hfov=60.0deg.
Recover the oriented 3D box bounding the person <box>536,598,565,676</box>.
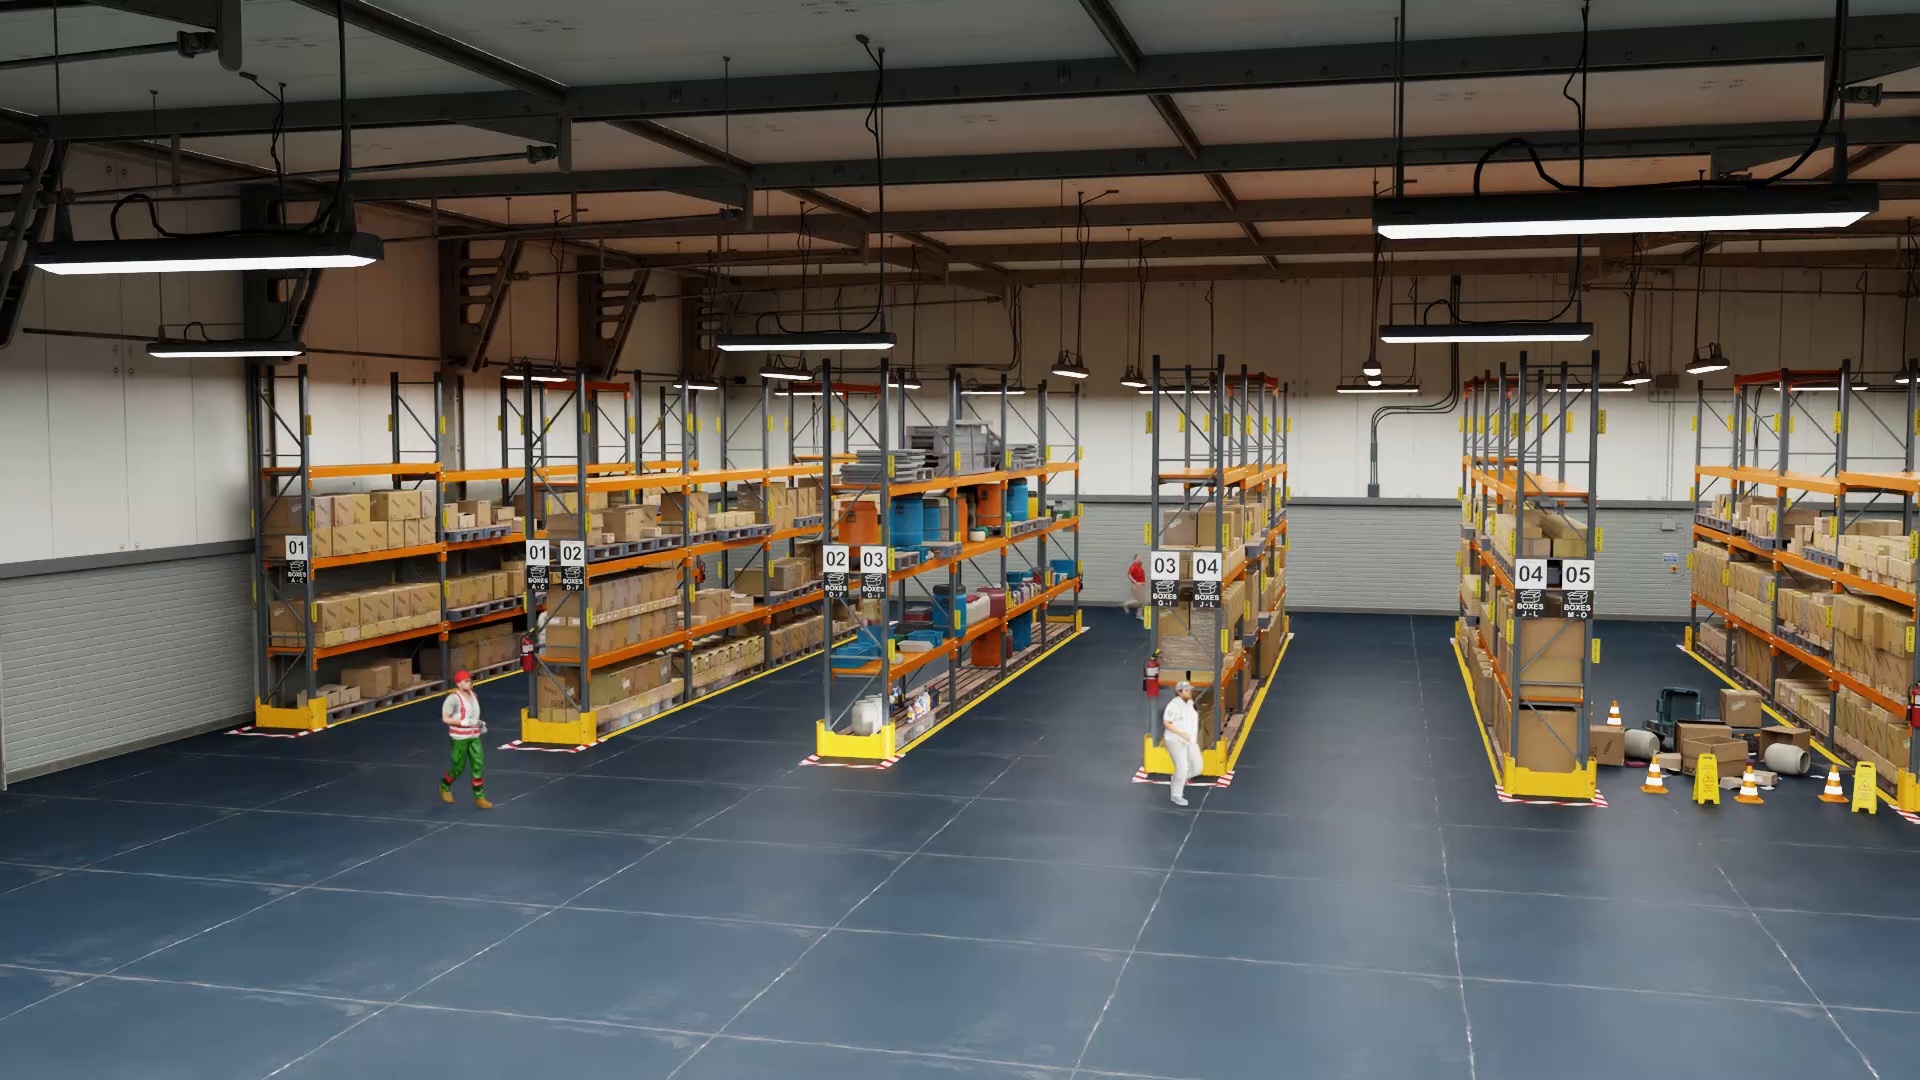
[{"bbox_3d":[-7.628,1.960,30.981,0.656,1.796,0.935,0,4,5],"label":"person"}]

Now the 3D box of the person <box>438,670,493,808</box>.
[{"bbox_3d":[-6.485,2.590,21.746,0.857,1.784,0.673,2,5,31],"label":"person"}]

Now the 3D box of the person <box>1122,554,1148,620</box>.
[{"bbox_3d":[4.542,1.212,42.939,0.644,1.690,0.669,2,4,28],"label":"person"}]

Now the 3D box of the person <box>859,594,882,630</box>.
[{"bbox_3d":[-1.779,1.609,33.220,0.567,1.708,0.690,1,4,10],"label":"person"}]

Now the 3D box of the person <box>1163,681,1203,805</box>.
[{"bbox_3d":[2.947,2.675,22.021,0.623,1.634,0.546,-3,5,-41],"label":"person"}]
